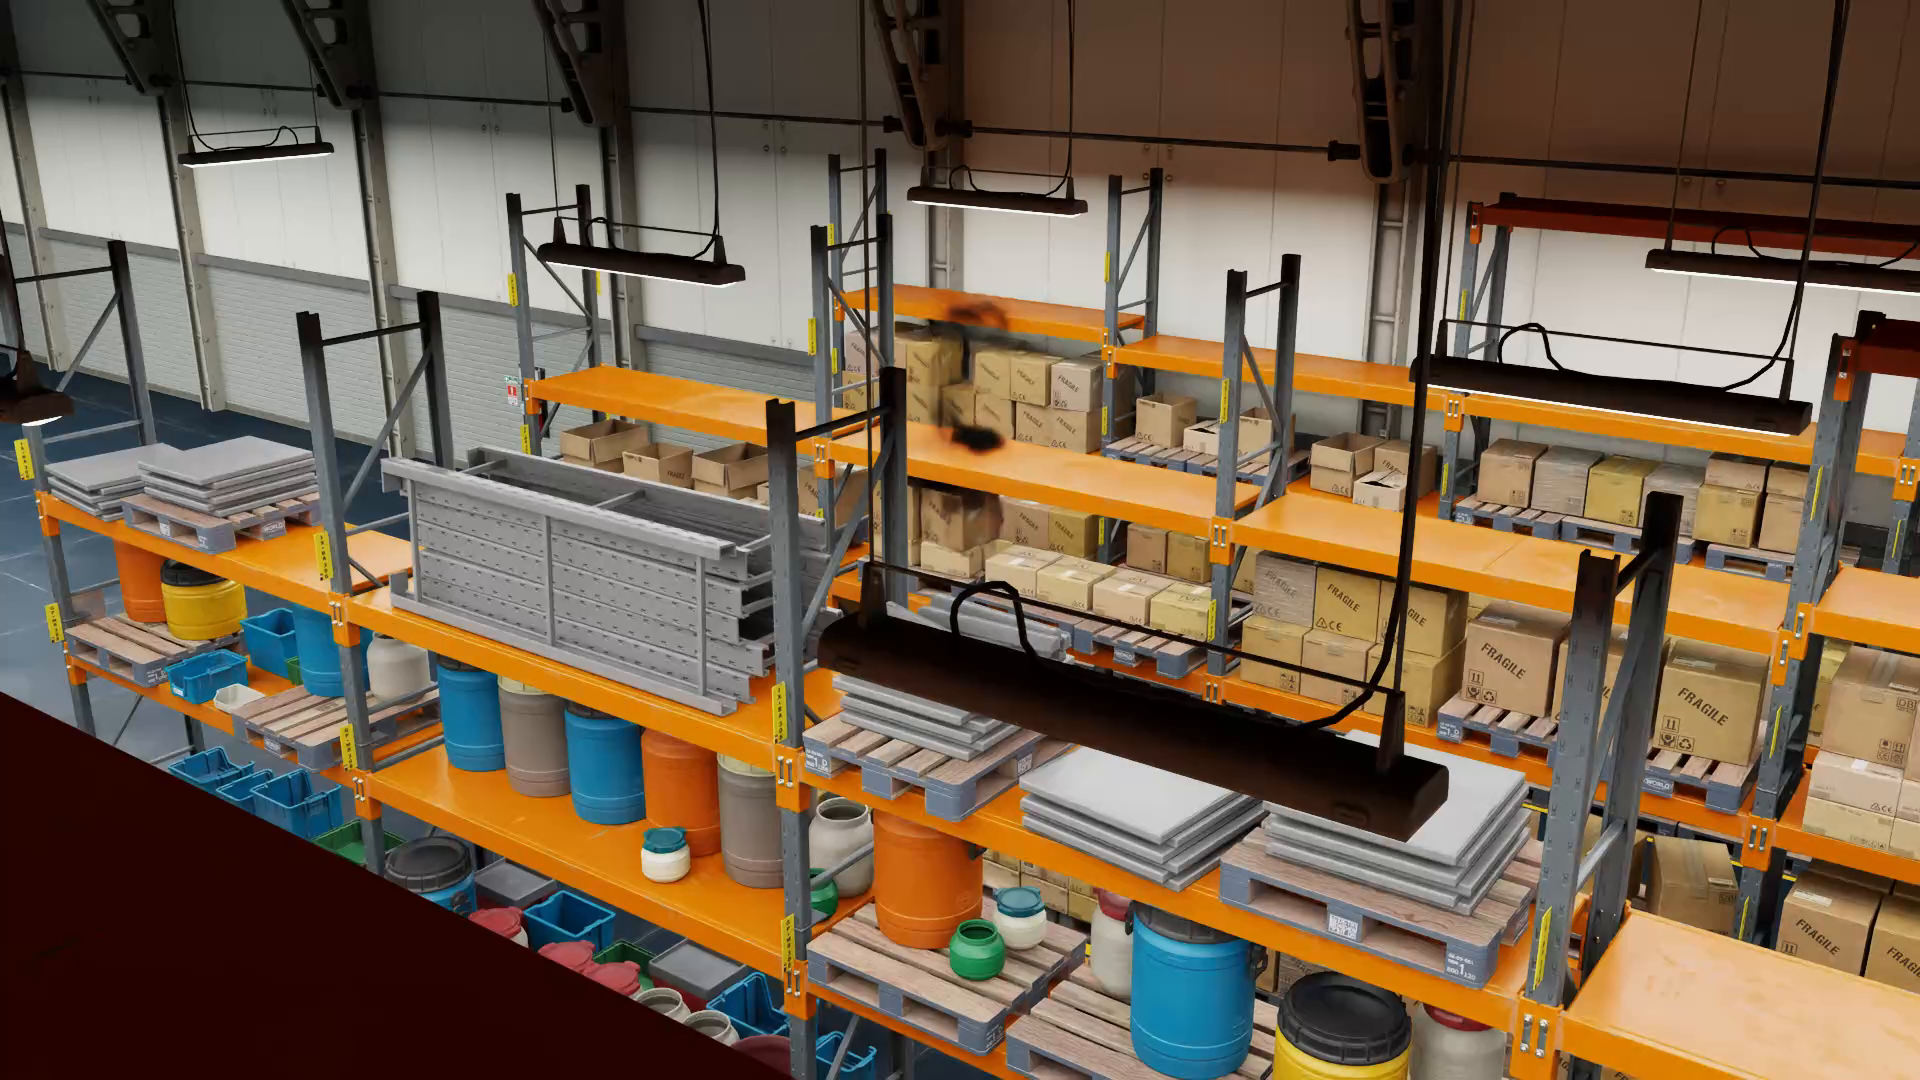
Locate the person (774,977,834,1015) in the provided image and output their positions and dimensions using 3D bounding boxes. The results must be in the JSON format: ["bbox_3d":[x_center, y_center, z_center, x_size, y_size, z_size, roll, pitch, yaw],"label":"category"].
[{"bbox_3d":[-1.254,3.123,13.234,0.561,1.622,0.569,9,21,26],"label":"person"}]
